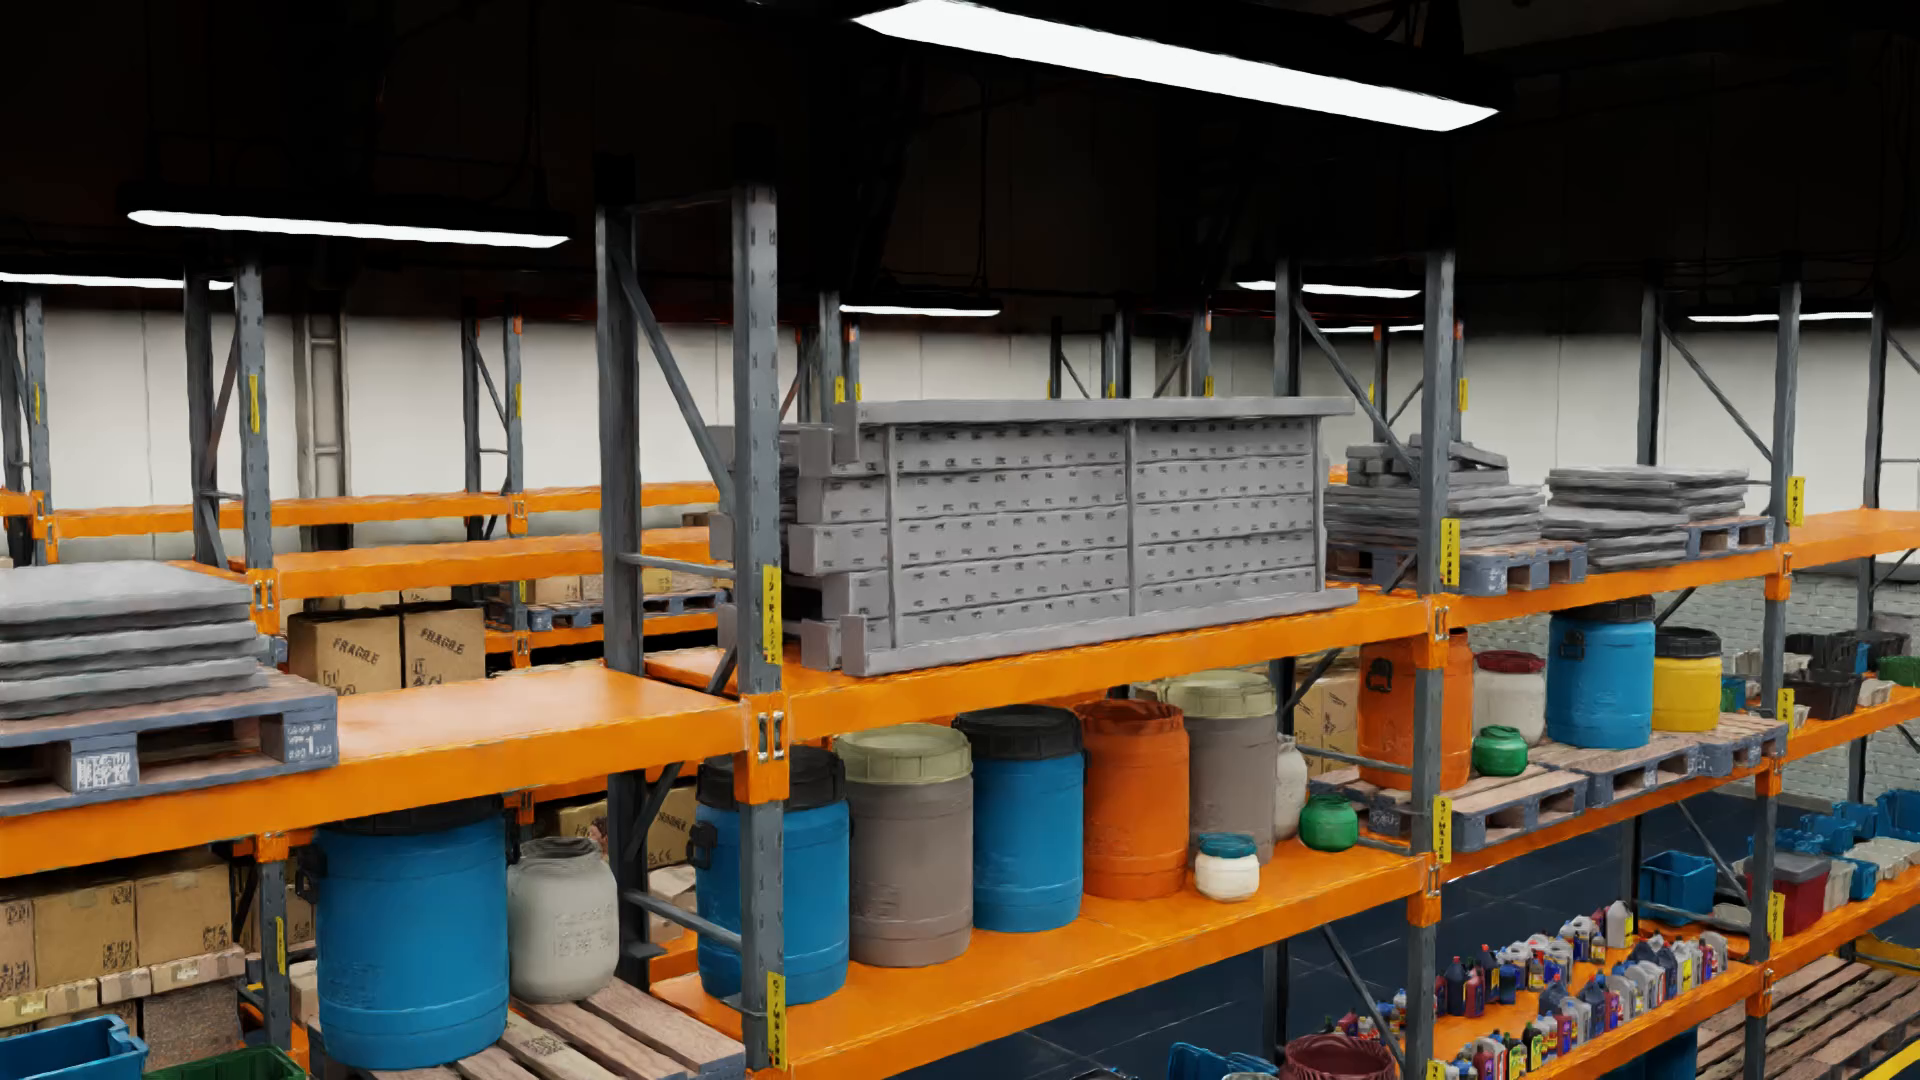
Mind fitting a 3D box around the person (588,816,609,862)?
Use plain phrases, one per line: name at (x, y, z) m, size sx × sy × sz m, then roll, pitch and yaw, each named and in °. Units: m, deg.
person at (-2.847, 3.073, 13.788) m, size 0.507 × 1.601 × 0.598 m, roll -5°, pitch 7°, yaw -43°
